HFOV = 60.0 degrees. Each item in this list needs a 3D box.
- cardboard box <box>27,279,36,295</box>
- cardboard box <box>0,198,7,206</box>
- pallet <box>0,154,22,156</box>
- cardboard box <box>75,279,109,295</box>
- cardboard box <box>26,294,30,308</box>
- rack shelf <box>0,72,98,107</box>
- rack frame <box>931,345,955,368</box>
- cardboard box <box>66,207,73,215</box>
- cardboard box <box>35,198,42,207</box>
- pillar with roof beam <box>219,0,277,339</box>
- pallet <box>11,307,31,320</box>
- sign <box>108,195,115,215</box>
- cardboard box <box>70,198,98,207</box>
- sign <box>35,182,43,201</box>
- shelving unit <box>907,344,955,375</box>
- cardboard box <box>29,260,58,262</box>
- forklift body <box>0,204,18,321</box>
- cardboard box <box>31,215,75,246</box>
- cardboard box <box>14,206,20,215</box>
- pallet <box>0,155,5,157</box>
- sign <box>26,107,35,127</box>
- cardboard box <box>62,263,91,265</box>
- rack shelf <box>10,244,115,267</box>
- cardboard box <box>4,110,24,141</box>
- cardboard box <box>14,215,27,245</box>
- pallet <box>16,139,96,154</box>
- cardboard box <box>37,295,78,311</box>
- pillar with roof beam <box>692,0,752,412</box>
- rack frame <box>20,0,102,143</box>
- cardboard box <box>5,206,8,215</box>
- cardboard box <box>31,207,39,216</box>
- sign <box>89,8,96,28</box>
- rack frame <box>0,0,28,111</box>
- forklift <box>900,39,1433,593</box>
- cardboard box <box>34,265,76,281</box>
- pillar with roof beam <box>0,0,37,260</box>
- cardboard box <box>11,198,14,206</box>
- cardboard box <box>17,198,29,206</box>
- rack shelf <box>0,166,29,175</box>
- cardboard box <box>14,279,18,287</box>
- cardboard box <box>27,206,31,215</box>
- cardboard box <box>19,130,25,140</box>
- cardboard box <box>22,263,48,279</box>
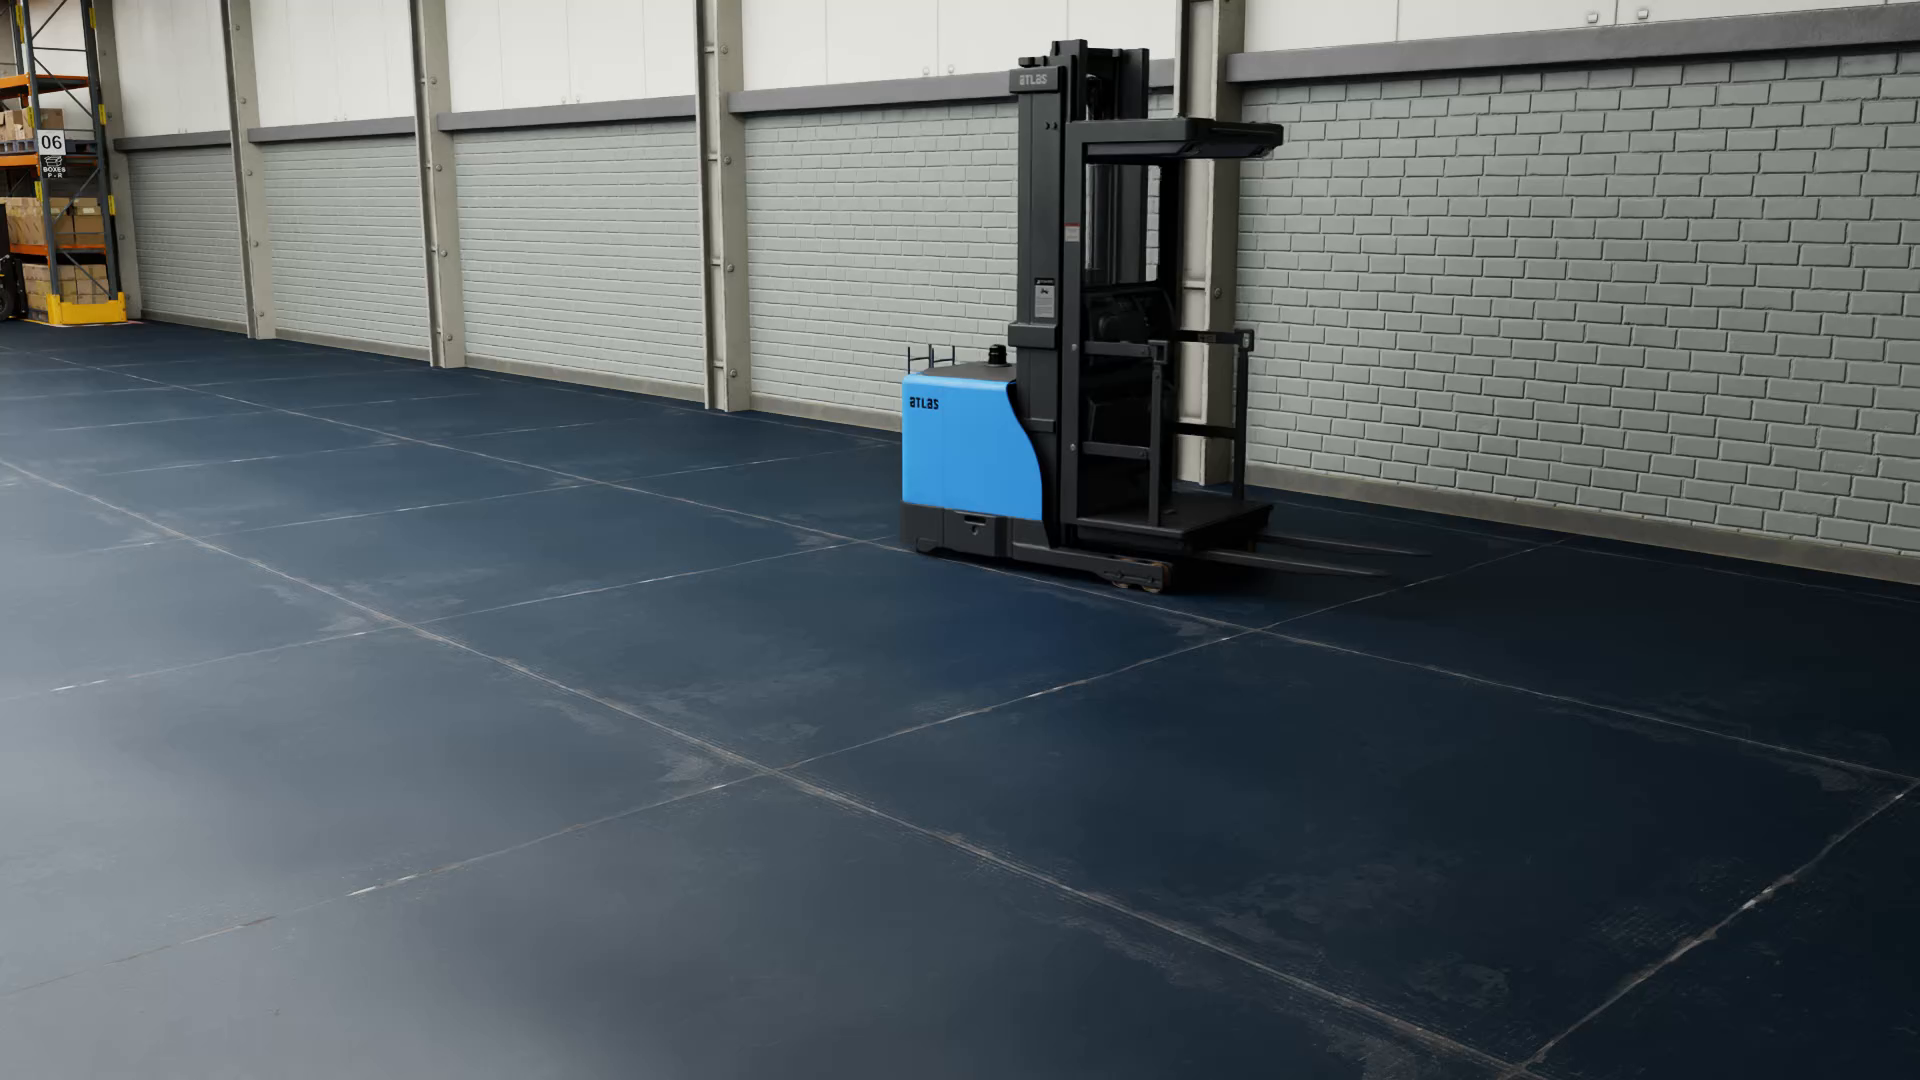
[{"bbox_3d":[-15.849,-4.405,28.893,0.500,0.250,0.500,-11,16,-43],"label":"cardboard box"},{"bbox_3d":[-16.975,-6.060,29.798,0.380,0.149,0.250,-11,16,-43],"label":"cardboard box"},{"bbox_3d":[-17.103,-7.088,30.165,1.003,0.211,1.213,-11,16,-43],"label":"pallet"},{"bbox_3d":[-15.123,-4.400,28.871,0.500,0.250,0.500,-11,16,-42],"label":"cardboard box"},{"bbox_3d":[-16.177,-4.231,29.286,0.500,0.250,0.500,-11,16,-42],"label":"cardboard box"},{"bbox_3d":[-16.330,-7.881,29.137,1.077,0.370,4.000,-11,16,-43],"label":"rack shelf"},{"bbox_3d":[-0.104,-0.601,10.356,0.006,1.200,0.240,8,14,35],"label":"rack frame"},{"bbox_3d":[-15.212,-5.678,28.684,0.380,0.149,0.250,-11,16,-43],"label":"cardboard box"},{"bbox_3d":[-15.541,-5.766,28.372,0.380,0.149,0.250,-11,16,-42],"label":"cardboard box"},{"bbox_3d":[-13.748,-6.889,21.548,9.100,9.000,0.400,-11,16,-43],"label":"pillar with roof beam"},{"bbox_3d":[-16.345,-4.117,29.871,1.003,0.211,1.213,-11,16,-43],"label":"pallet"},{"bbox_3d":[-14.543,-5.738,28.488,0.100,0.325,0.005,-11,16,-43],"label":"sign"},{"bbox_3d":[-15.026,-5.790,28.489,0.380,0.149,0.250,-11,16,-44],"label":"cardboard box"},{"bbox_3d":[-15.351,-5.808,27.714,0.100,0.325,0.005,-11,16,-43],"label":"sign"},{"bbox_3d":[-0.178,-0.612,10.409,0.189,1.200,0.258,8,14,35],"label":"shelving unit"},{"bbox_3d":[-16.870,-5.015,30.614,0.500,0.250,0.500,-11,16,-43],"label":"cardboard box"},{"bbox_3d":[-17.578,-4.806,28.407,2.313,2.155,1.214,-11,16,-43],"label":"forklift body"},{"bbox_3d":[-15.478,-5.283,28.373,0.500,0.500,0.500,-11,16,-44],"label":"cardboard box"},{"bbox_3d":[-16.294,-5.761,29.085,0.380,0.149,0.250,-11,16,-42],"label":"cardboard box"},{"bbox_3d":[-18.329,-7.285,31.379,1.217,0.209,0.805,11,16,43],"label":"pallet"},{"bbox_3d":[-15.351,-6.989,27.471,0.100,0.325,0.005,-11,16,-43],"label":"sign"},{"bbox_3d":[-15.491,-4.717,29.167,0.500,0.250,0.500,-11,16,-42],"label":"cardboard box"},{"bbox_3d":[-16.330,-5.138,29.702,1.077,0.370,4.000,-11,16,-43],"label":"rack shelf"},{"bbox_3d":[-16.066,-7.166,28.789,0.700,0.500,0.500,-11,16,-42],"label":"cardboard box"},{"bbox_3d":[-16.184,-5.435,29.110,0.500,0.500,0.500,-11,16,-44],"label":"cardboard box"},{"bbox_3d":[-15.418,-6.732,28.437,1.003,0.211,1.213,-11,16,-43],"label":"pallet"},{"bbox_3d":[-15.502,-4.082,28.567,0.500,0.250,0.500,-11,16,-42],"label":"cardboard box"},{"bbox_3d":[-5.461,-5.138,13.047,9.100,9.000,0.400,-11,16,-43],"label":"pillar with roof beam"},{"bbox_3d":[-14.949,-8.137,27.607,1.000,3.000,0.127,-11,16,-43],"label":"rack frame"},{"bbox_3d":[-16.818,-5.875,29.640,0.250,0.149,0.380,11,16,43],"label":"cardboard box"},{"bbox_3d":[-15.589,-5.610,28.354,0.380,0.149,0.250,-11,16,-42],"label":"cardboard box"},{"bbox_3d":[-14.543,-8.749,27.868,0.100,0.325,0.005,-11,16,-43],"label":"sign"},{"bbox_3d":[-17.711,-8.721,30.441,1.000,3.000,0.127,-11,16,-43],"label":"rack frame"},{"bbox_3d":[1.129,-1.269,9.309,3.031,2.935,1.130,8,14,35],"label":"forklift"},{"bbox_3d":[-15.492,-4.571,28.462,0.500,0.250,0.500,-10,15,-41],"label":"cardboard box"},{"bbox_3d":[-22.035,-8.640,30.048,9.100,9.000,0.400,-11,16,-43],"label":"pillar with roof beam"},{"bbox_3d":[-16.573,-5.996,29.490,0.380,0.149,0.250,-11,16,-42],"label":"cardboard box"},{"bbox_3d":[-16.120,-5.870,28.875,0.380,0.149,0.250,-10,16,-41],"label":"cardboard box"},{"bbox_3d":[-19.092,-7.191,32.233,1.077,0.370,4.000,-11,16,-43],"label":"rack shelf"},{"bbox_3d":[-16.564,-4.551,29.601,0.500,0.250,0.500,-11,16,-43],"label":"cardboard box"},{"bbox_3d":[-15.887,-5.694,28.762,0.380,0.149,0.250,-11,16,-43],"label":"cardboard box"},{"bbox_3d":[-15.740,-6.878,28.264,0.250,0.149,0.380,11,16,44],"label":"cardboard box"},{"bbox_3d":[-16.205,-4.717,29.170,0.500,0.250,0.500,-11,16,-42],"label":"cardboard box"}]
